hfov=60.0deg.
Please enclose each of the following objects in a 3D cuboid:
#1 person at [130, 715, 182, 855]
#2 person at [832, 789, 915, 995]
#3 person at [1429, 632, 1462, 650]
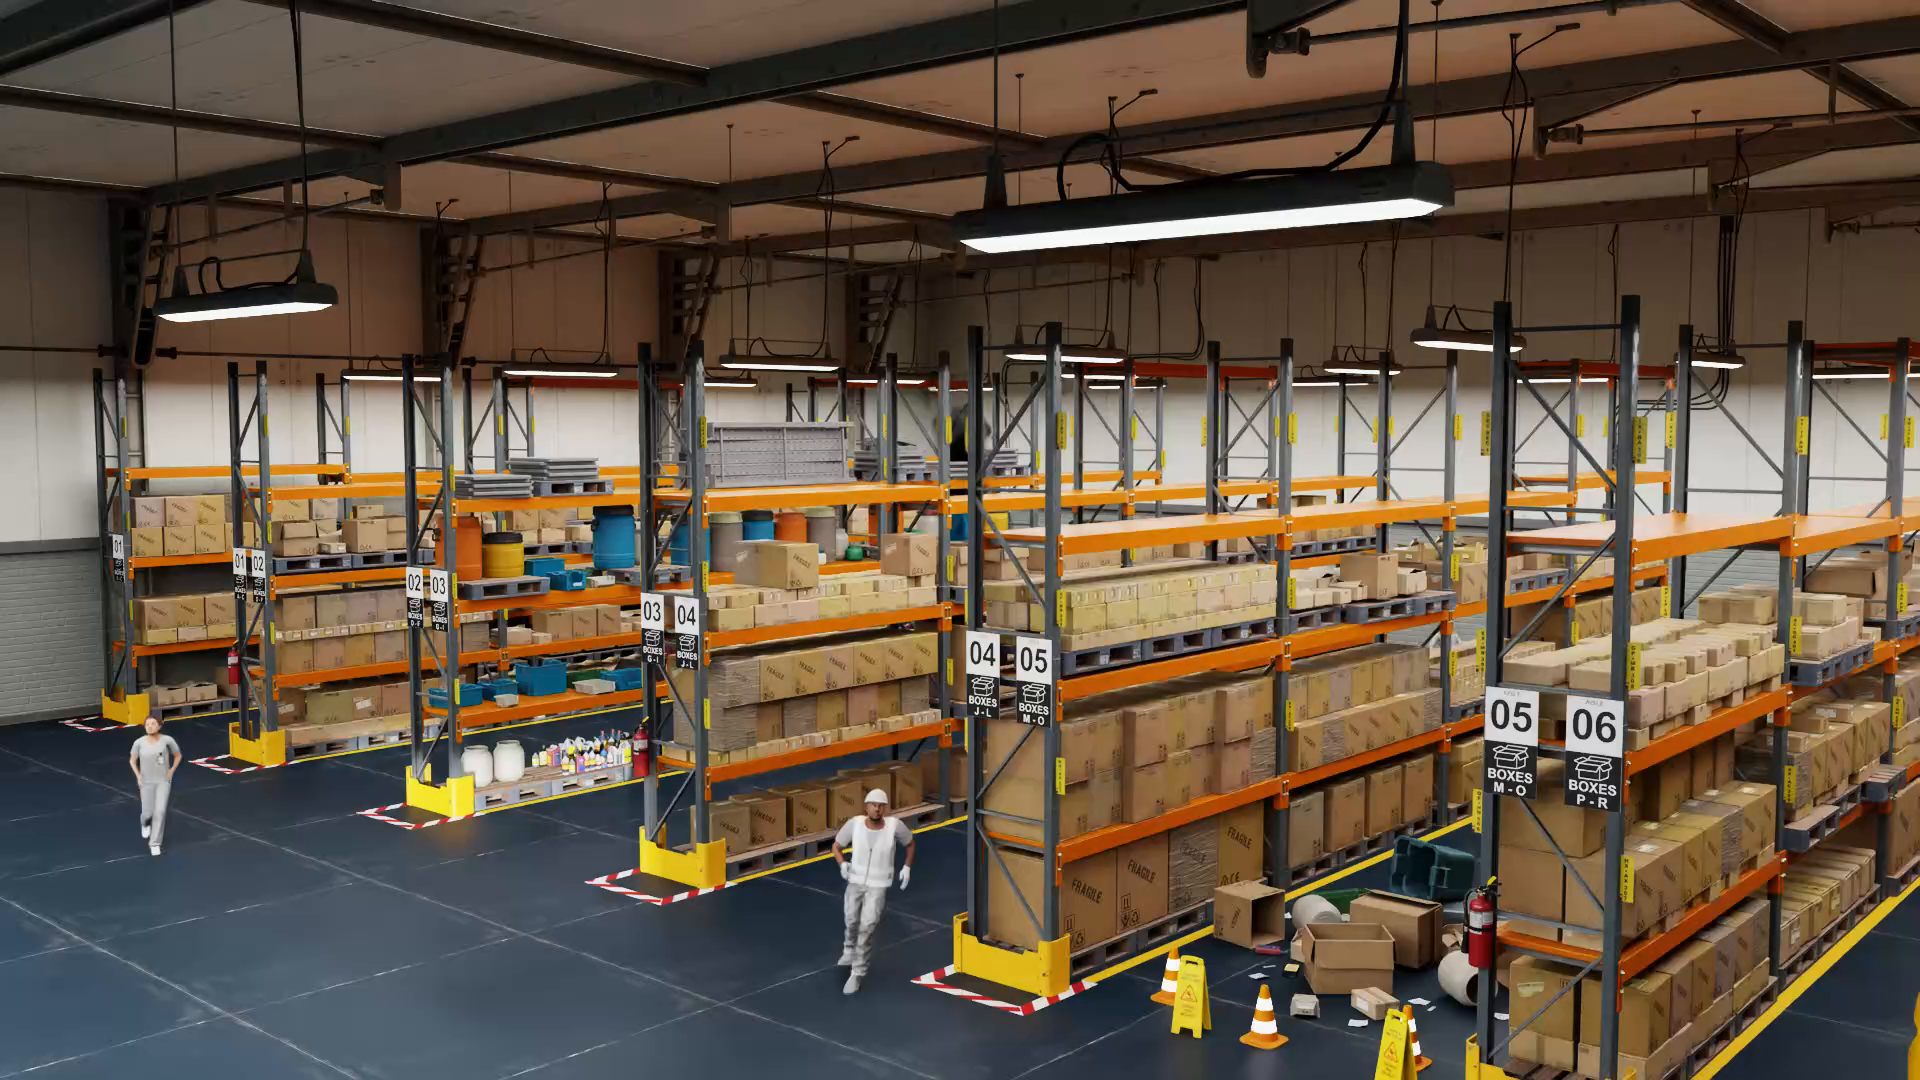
[{"bbox_3d":[-9.613,2.895,19.906,0.566,1.645,0.634,-2,5,-23],"label":"person"},{"bbox_3d":[-0.818,3.168,15.221,0.741,1.805,0.809,1,4,10],"label":"person"},{"bbox_3d":[8.669,2.201,29.522,0.587,1.566,0.783,0,4,2],"label":"person"}]
